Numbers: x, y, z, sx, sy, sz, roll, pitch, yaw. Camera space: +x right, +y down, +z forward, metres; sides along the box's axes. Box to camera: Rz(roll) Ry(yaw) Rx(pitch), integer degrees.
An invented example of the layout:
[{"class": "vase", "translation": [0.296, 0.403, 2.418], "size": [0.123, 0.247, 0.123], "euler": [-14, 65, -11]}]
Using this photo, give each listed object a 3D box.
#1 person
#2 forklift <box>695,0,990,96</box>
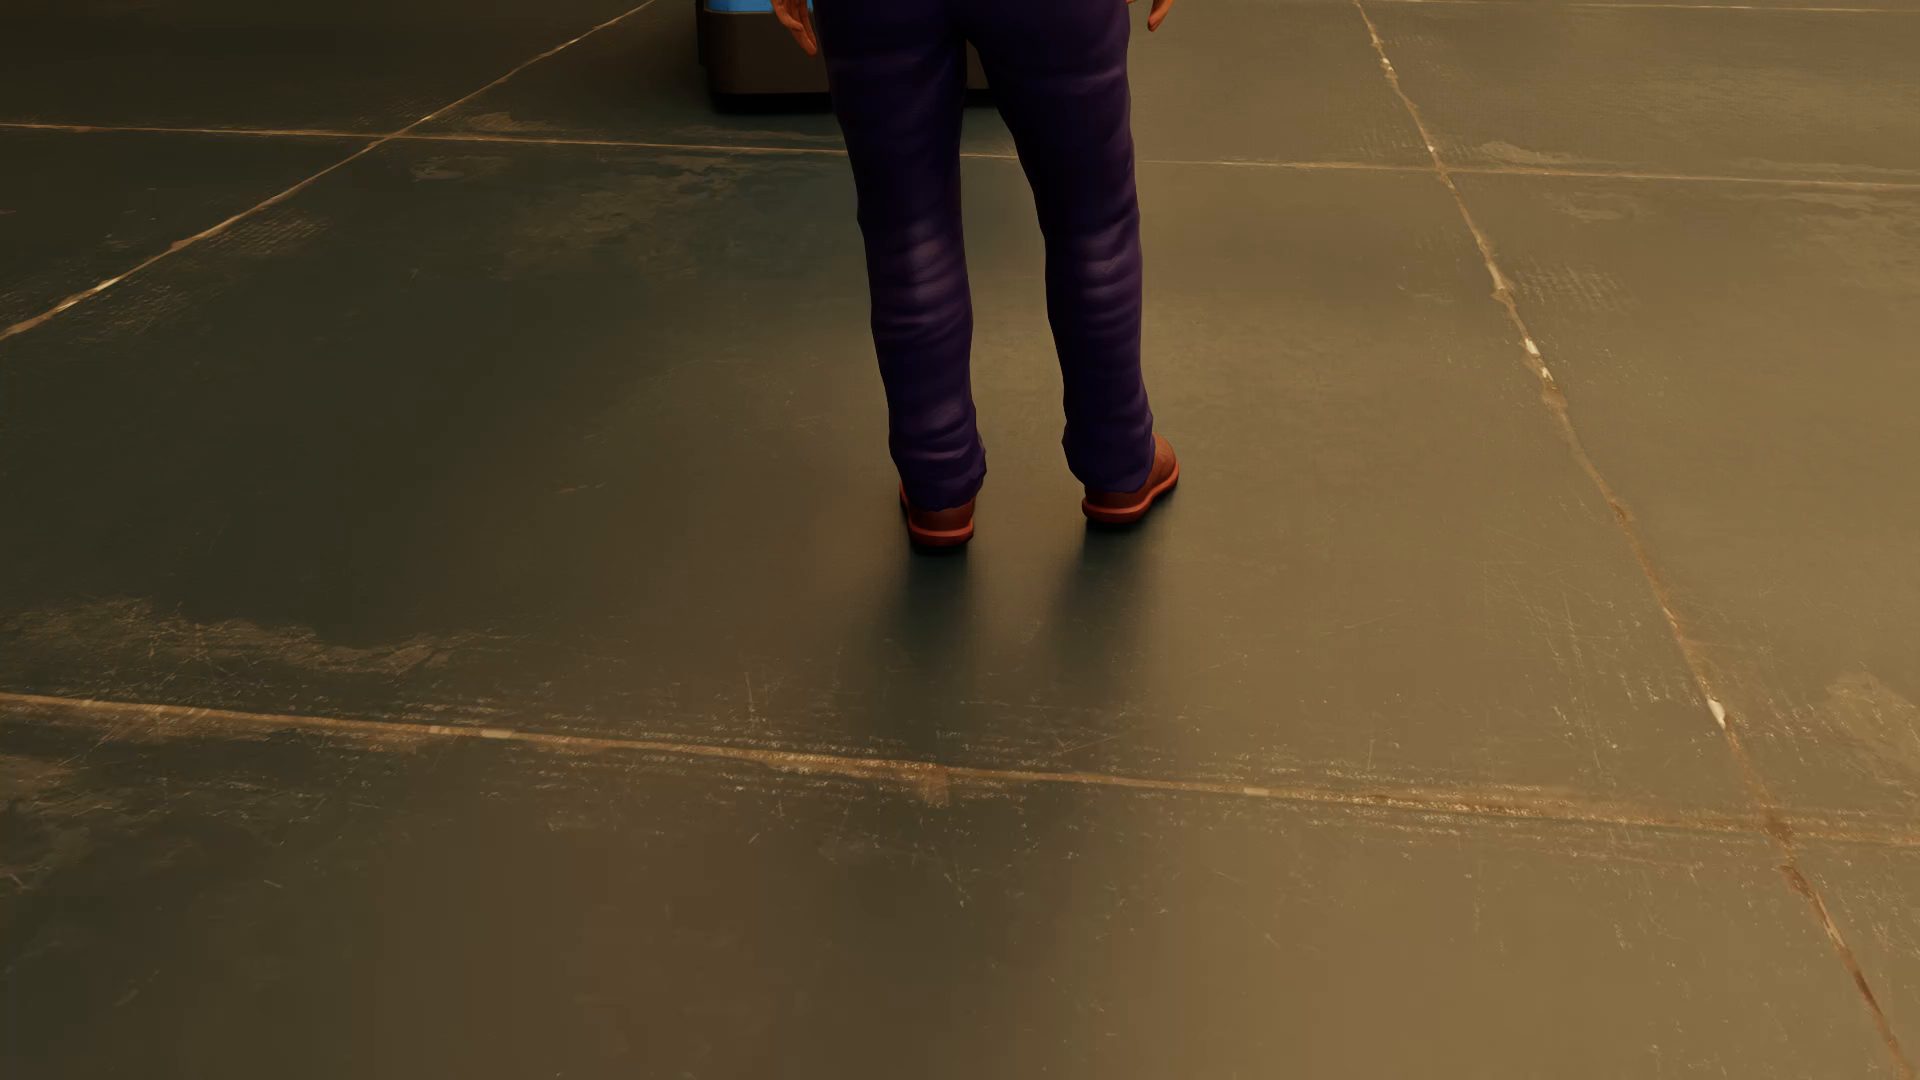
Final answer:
[{"class": "person", "translation": [0.035, -0.776, 2.209], "size": [0.598, 1.638, 0.502], "euler": [3, 27, 7]}, {"class": "forklift", "translation": [-0.408, -3.292, 5.815], "size": [1.130, 2.935, 3.031], "euler": [-3, 27, -6]}]
